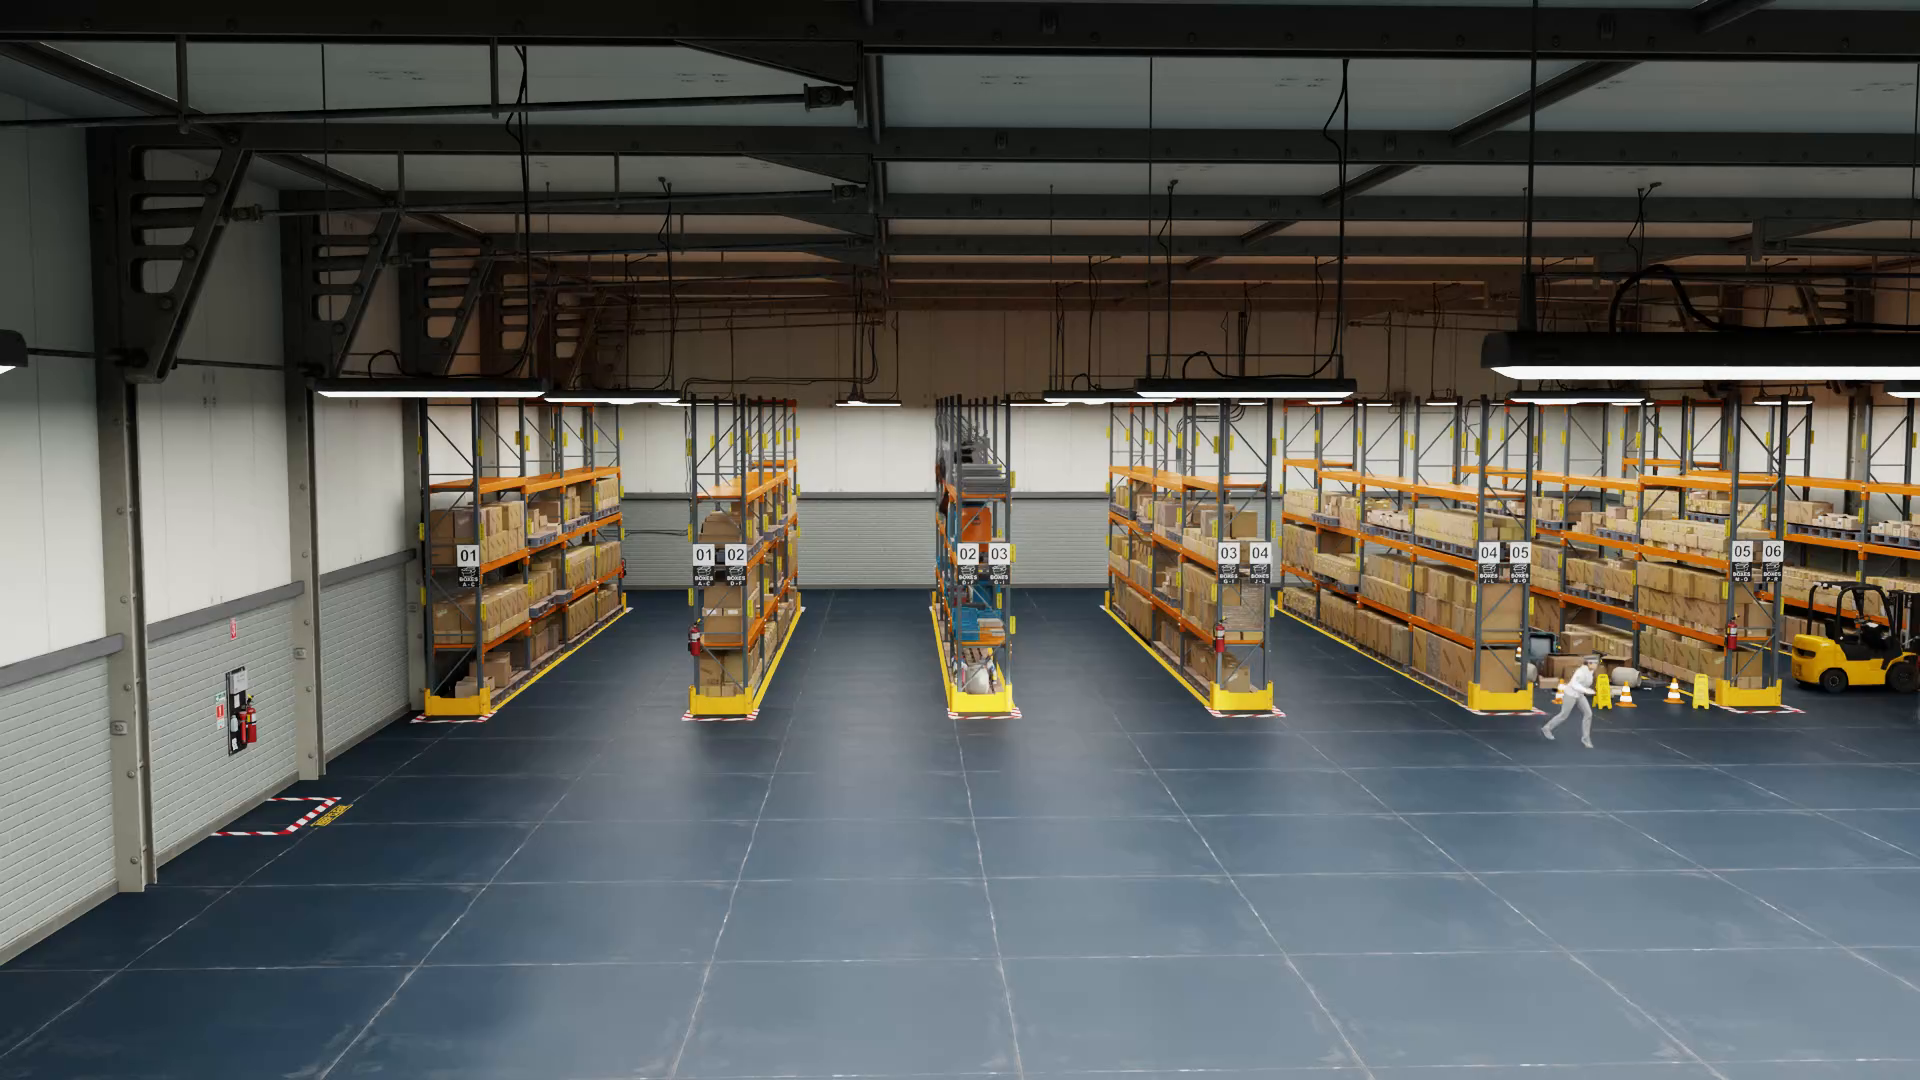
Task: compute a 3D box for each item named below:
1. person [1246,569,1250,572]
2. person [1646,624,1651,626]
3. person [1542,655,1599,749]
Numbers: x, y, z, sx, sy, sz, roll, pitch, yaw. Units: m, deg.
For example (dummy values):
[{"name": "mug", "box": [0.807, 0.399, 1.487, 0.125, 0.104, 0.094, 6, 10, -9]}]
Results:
[{"name": "person", "box": [7.964, 1.156, 47.749, 0.768, 1.642, 0.610, 3, 5, 33]}, {"name": "person", "box": [16.591, 1.738, 39.525, 0.643, 1.757, 0.630, -1, 5, -7]}, {"name": "person", "box": [10.454, 2.726, 28.407, 0.964, 1.622, 0.488, 4, 6, 45]}]
